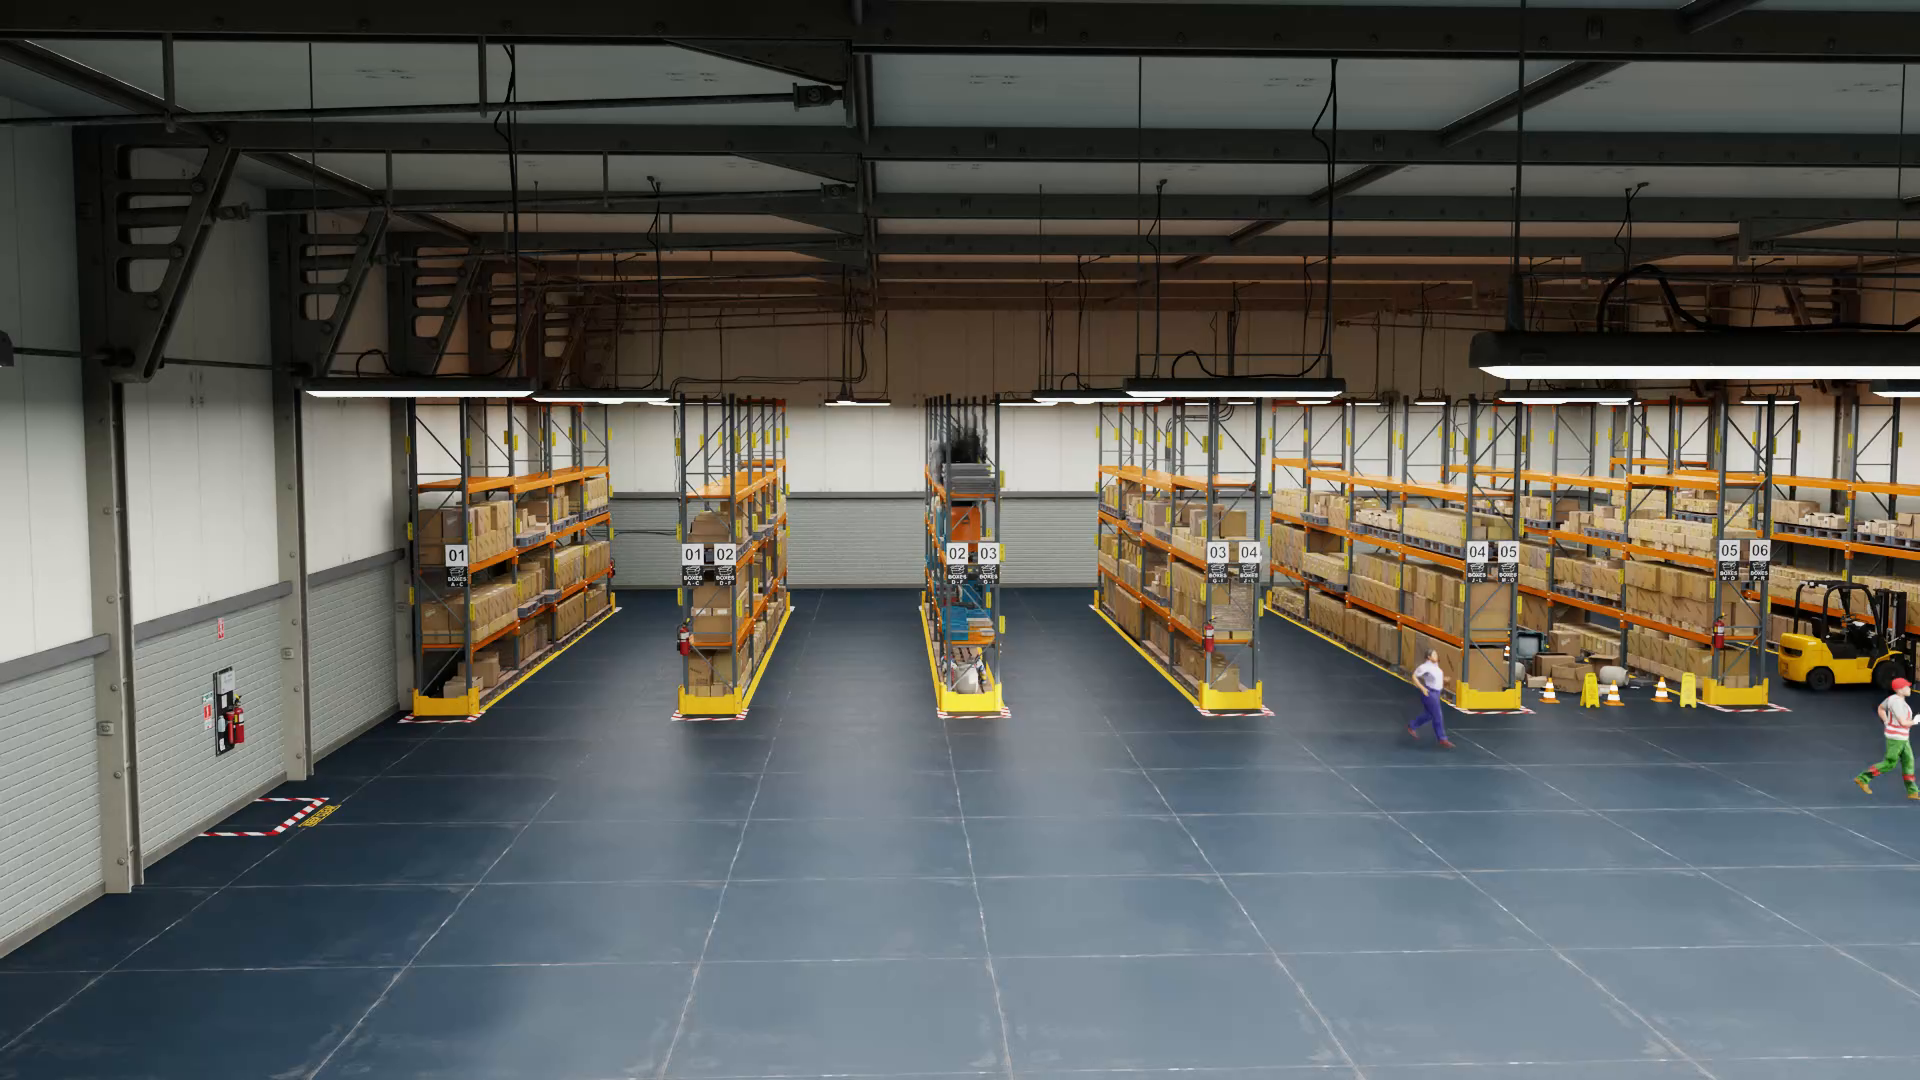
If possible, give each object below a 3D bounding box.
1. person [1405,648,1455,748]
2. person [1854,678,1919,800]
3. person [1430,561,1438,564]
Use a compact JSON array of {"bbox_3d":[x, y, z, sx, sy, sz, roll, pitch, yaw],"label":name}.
[{"bbox_3d":[7.999,2.662,28.241,0.921,1.622,0.607,3,6,36],"label":"person"},{"bbox_3d":[13.614,2.883,24.213,0.999,1.772,0.664,3,5,30],"label":"person"},{"bbox_3d":[14.217,1.066,49.439,0.645,1.519,0.598,0,5,3],"label":"person"}]
